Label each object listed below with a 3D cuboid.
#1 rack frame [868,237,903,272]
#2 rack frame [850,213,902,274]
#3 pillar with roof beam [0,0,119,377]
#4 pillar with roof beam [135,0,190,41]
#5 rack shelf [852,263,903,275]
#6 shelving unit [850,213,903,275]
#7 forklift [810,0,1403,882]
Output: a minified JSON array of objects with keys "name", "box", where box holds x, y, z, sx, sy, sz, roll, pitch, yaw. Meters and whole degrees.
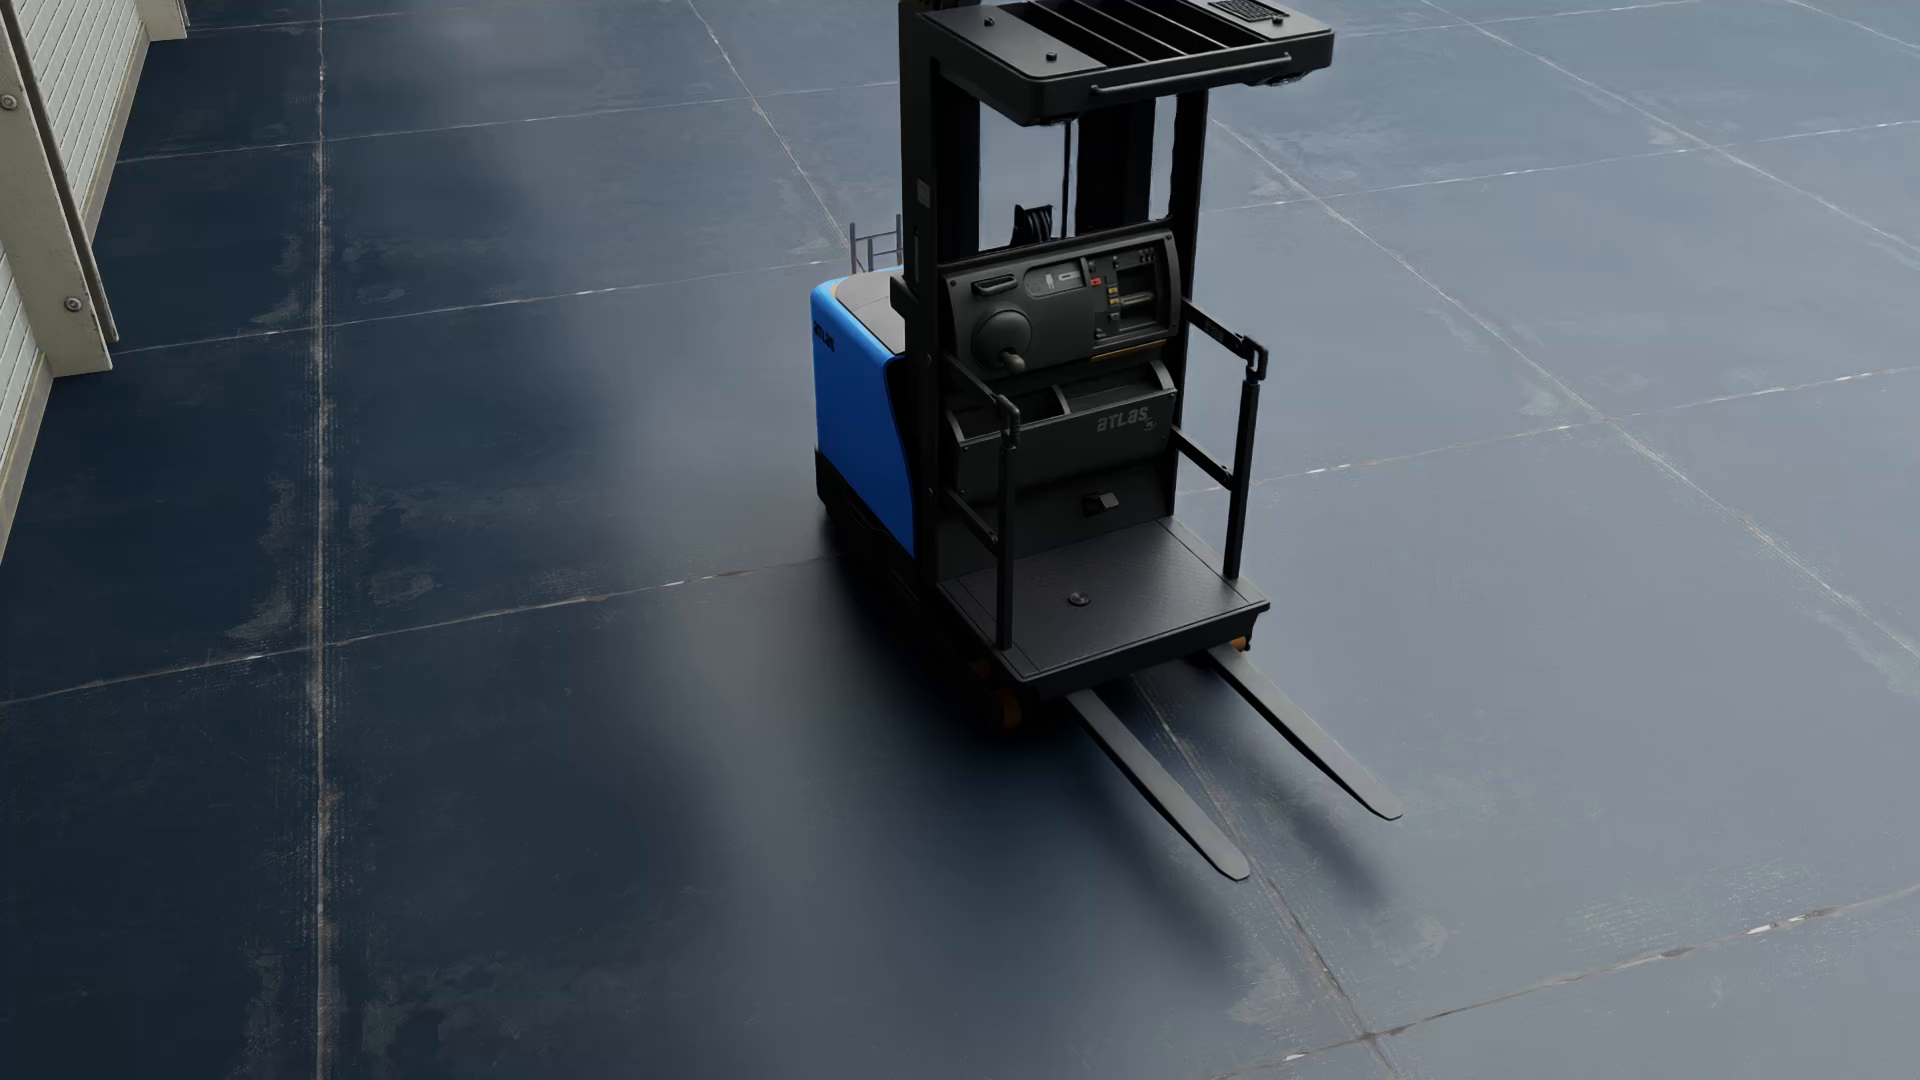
[{"name":"rack frame","box":[-0.281,-0.798,7.369,0.240,1.200,0.006,-16,37,-22]},{"name":"rack frame","box":[-0.364,-0.888,7.505,0.240,1.200,0.006,-16,37,-22]},{"name":"pillar with roof beam","box":[-0.486,-5.435,7.312,9.100,9.000,0.400,-10,35,-15]},{"name":"pillar with roof beam","box":[-2.316,-8.585,12.079,9.100,9.000,0.400,-10,35,-15]},{"name":"rack shelf","box":[-0.322,-1.106,7.263,0.258,0.103,0.180,-16,37,-22]},{"name":"shelving unit","box":[-0.322,-0.843,7.437,0.258,1.200,0.189,-16,37,-22]},{"name":"forklift","box":[0.478,-0.792,5.790,1.130,2.935,3.031,-16,37,-22]}]
